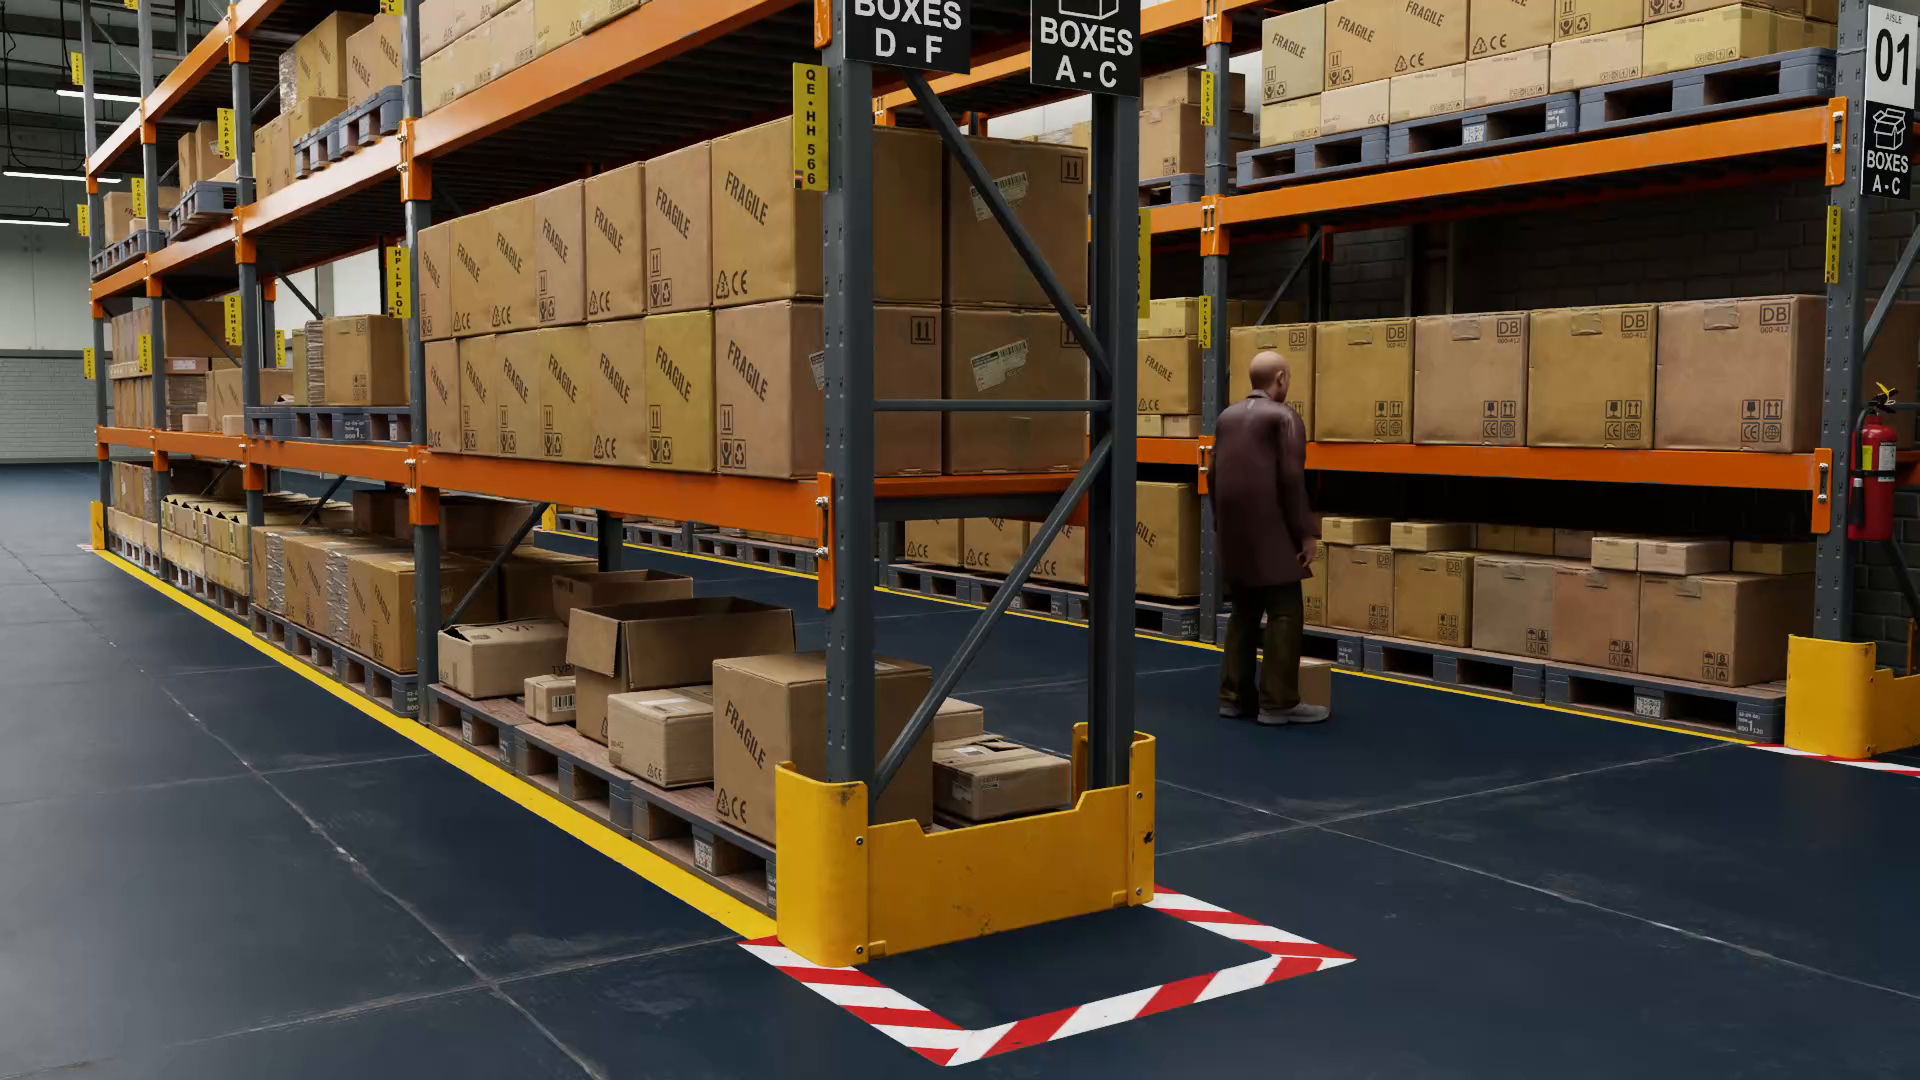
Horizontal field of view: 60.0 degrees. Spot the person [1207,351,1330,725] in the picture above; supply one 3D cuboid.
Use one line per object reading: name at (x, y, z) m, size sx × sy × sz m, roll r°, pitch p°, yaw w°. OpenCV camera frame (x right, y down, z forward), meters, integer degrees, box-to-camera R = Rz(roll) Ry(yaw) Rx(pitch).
person at (1.460, -0.022, 8.035) m, size 0.419 × 1.774 × 0.646 m, roll -3°, pitch 5°, yaw -34°
